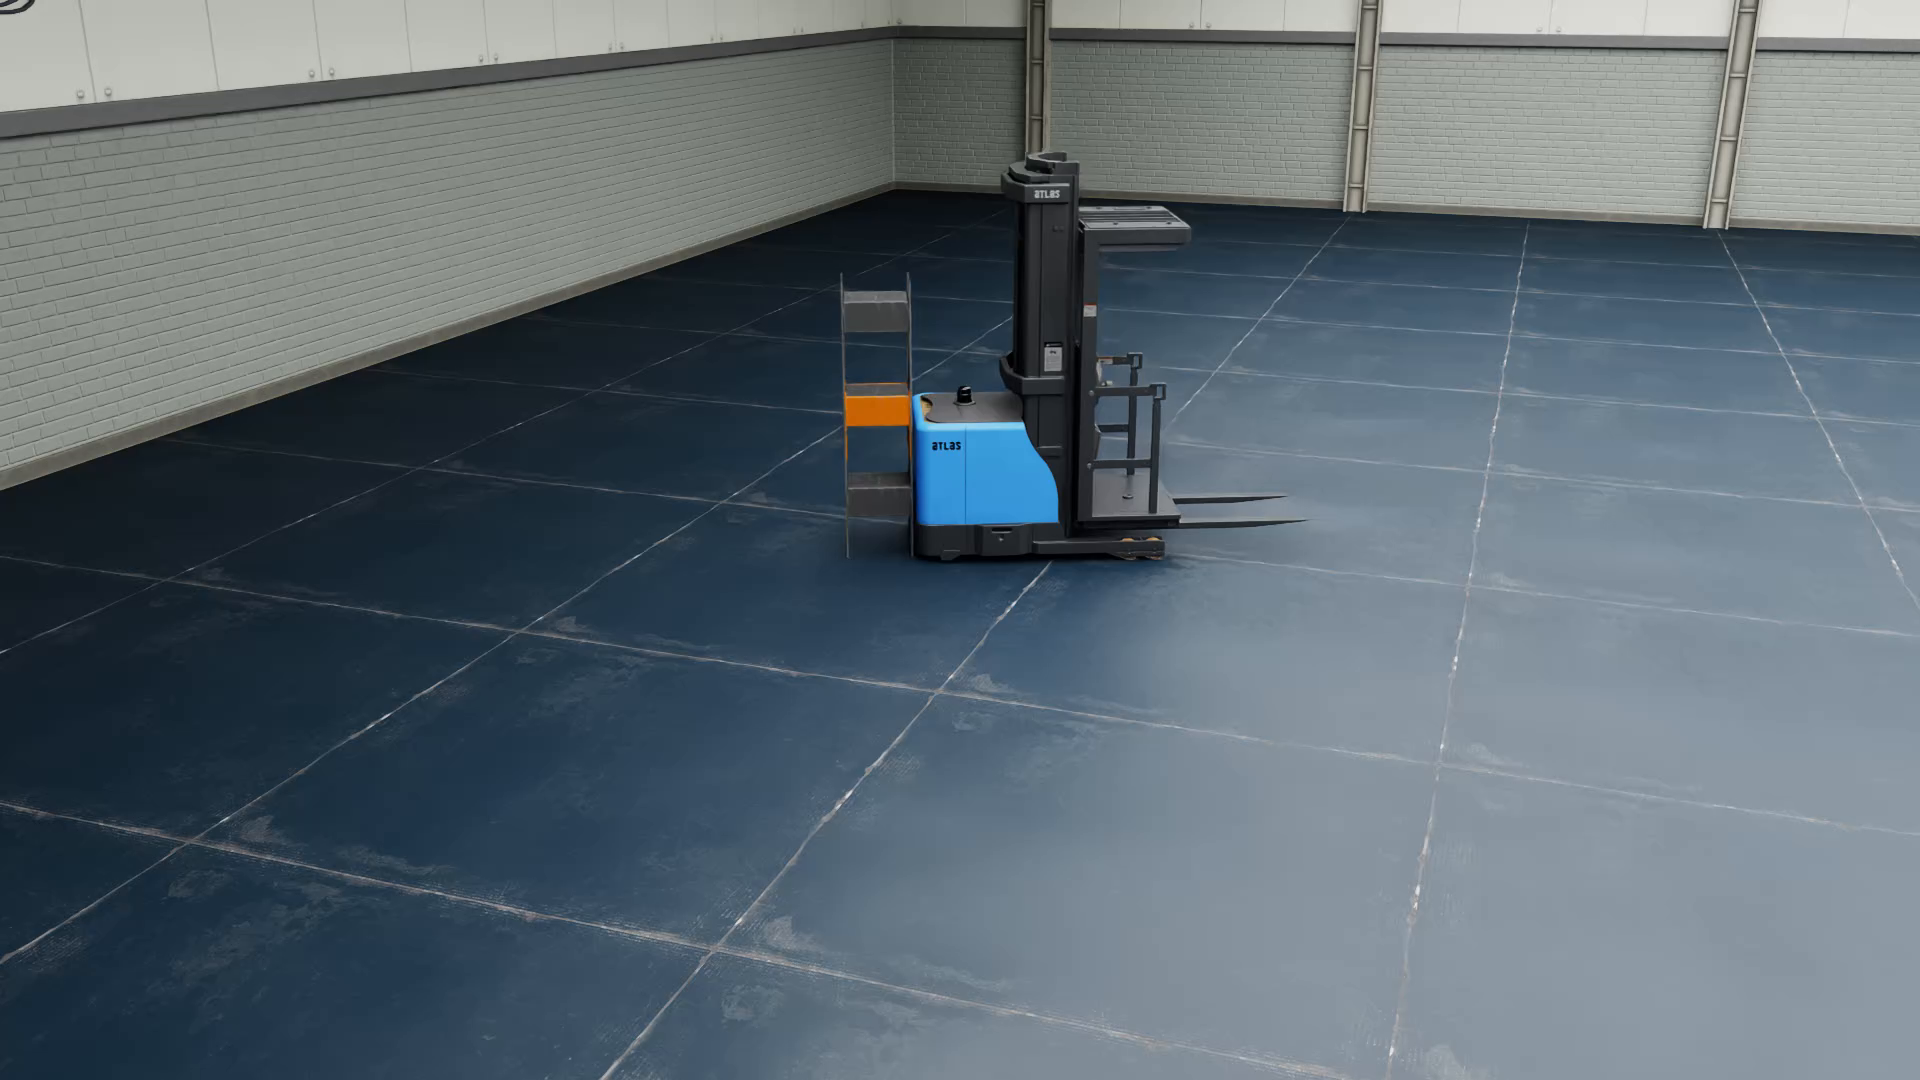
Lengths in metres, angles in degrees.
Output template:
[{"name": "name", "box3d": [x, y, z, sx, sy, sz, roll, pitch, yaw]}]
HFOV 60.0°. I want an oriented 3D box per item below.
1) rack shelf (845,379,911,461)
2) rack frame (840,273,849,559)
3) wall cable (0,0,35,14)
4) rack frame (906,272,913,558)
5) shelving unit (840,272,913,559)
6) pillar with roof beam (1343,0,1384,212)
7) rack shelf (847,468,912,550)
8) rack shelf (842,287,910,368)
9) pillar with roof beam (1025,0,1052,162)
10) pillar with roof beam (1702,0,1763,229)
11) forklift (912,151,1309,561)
[{"name": "rack shelf", "box3d": [-0.618, -0.905, 12.439, 0.480, 0.518, 0.431, -1, 19, -4]}, {"name": "rack frame", "box3d": [-0.862, -0.912, 12.418, 0.015, 2.100, 0.400, -1, 19, -4]}, {"name": "wall cable", "box3d": [-8.082, -6.343, 12.351, 0.169, 6.003, 2.305, 7, 20, 18]}, {"name": "rack frame", "box3d": [-0.375, -0.924, 12.451, 0.015, 2.100, 0.400, -1, 19, -4]}, {"name": "shelving unit", "box3d": [-0.618, -0.918, 12.435, 0.503, 2.100, 0.431, -1, 19, -4]}, {"name": "pillar with roof beam", "box3d": [5.728, -8.865, 24.753, 0.400, 9.000, 9.100, 7, 20, 18]}, {"name": "rack shelf", "box3d": [-0.618, -0.244, 12.670, 0.480, 0.518, 0.431, -1, 19, -4]}, {"name": "rack shelf", "box3d": [-0.618, -1.566, 12.209, 0.480, 0.518, 0.431, -1, 19, -4]}, {"name": "pillar with roof beam", "box3d": [0.061, -9.513, 26.612, 0.400, 9.000, 9.100, 7, 20, 18]}, {"name": "pillar with roof beam", "box3d": [11.396, -8.217, 22.894, 0.400, 9.000, 9.100, 7, 20, 18]}, {"name": "forklift", "box3d": [1.146, -1.403, 12.564, 3.031, 2.935, 1.130, -1, 19, -4]}]
